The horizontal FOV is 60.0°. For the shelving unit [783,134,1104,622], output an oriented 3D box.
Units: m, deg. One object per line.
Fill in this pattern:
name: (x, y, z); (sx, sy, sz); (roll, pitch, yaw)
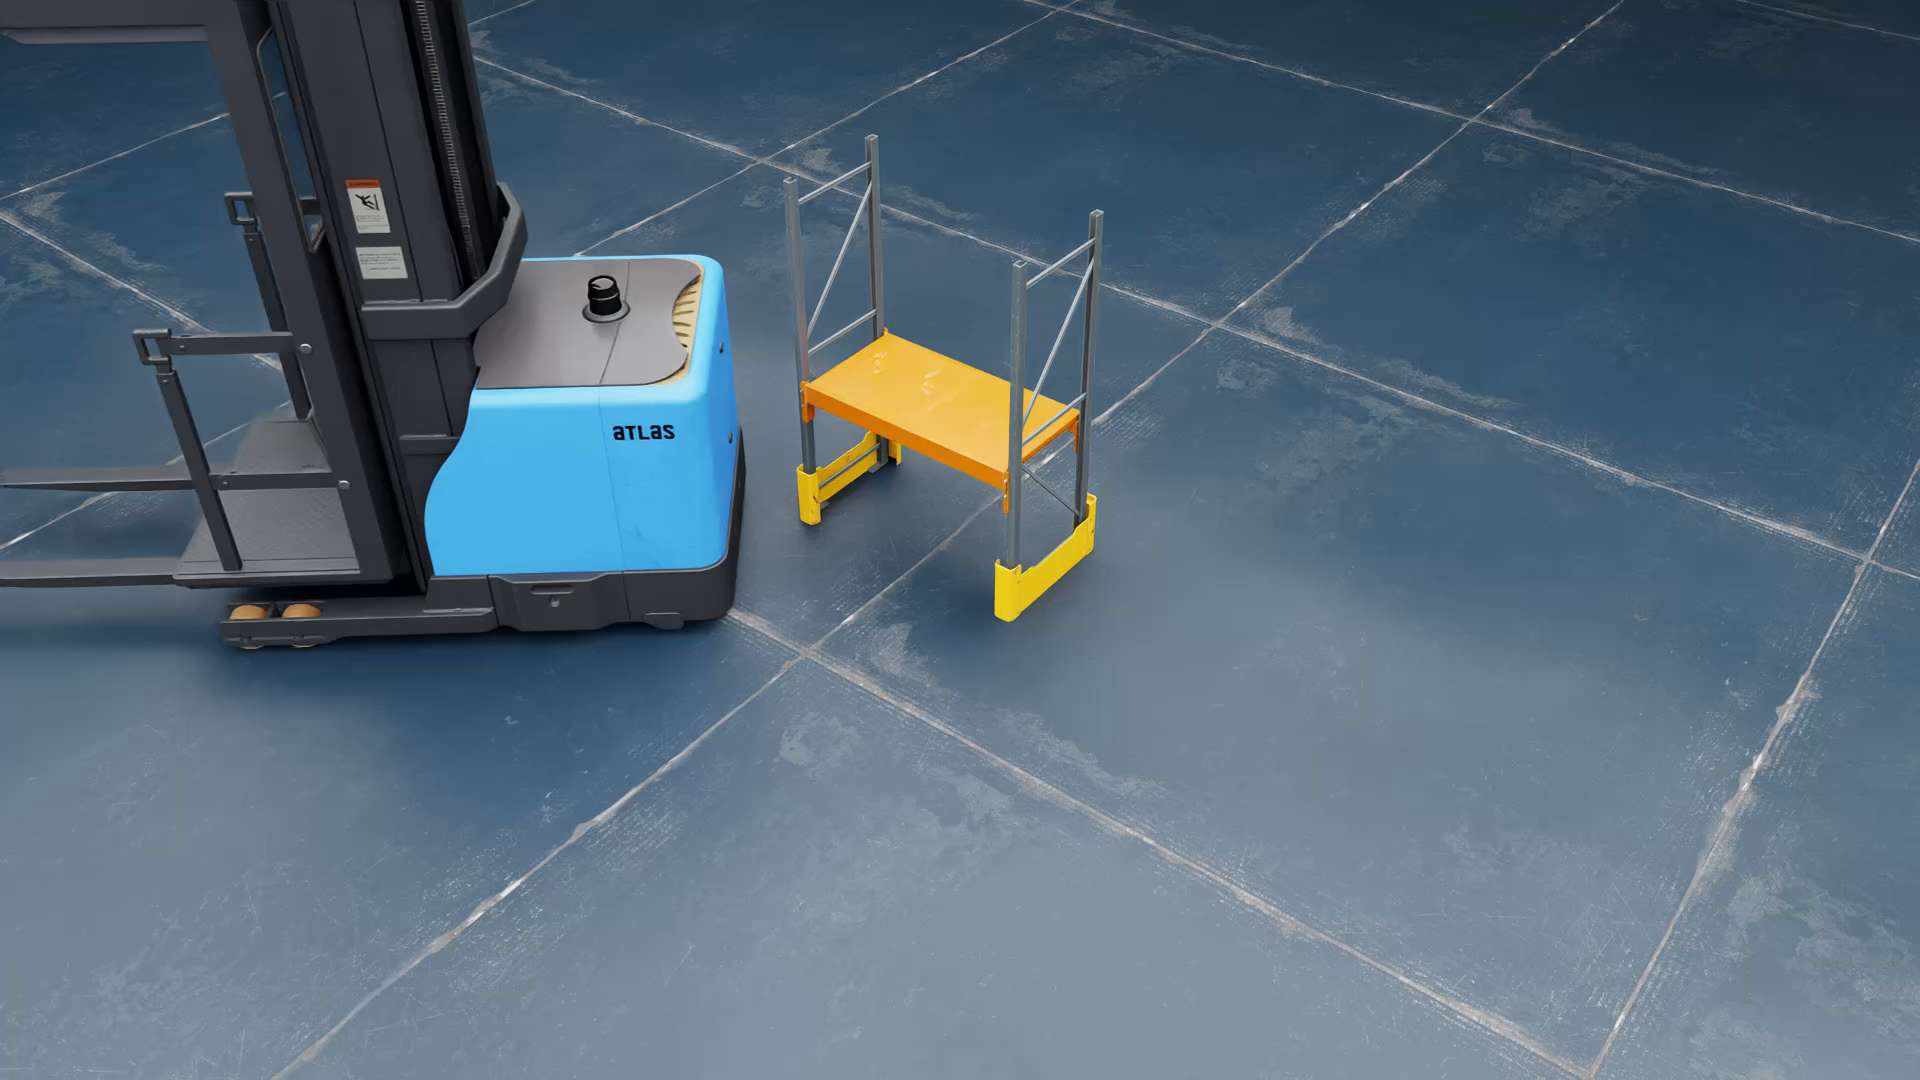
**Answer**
shelving unit: (-0.061, -0.619, 6.324); (1.083, 1.500, 0.587); (25, 45, 29)

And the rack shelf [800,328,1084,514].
rack shelf: (-0.068, -0.481, 6.439); (1.000, 0.185, 0.538); (25, 45, 29)

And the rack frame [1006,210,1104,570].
rack frame: (0.336, -0.432, 6.085); (0.032, 1.500, 0.500); (25, 45, 29)

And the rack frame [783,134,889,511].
rack frame: (-0.472, -0.813, 6.572); (0.032, 1.500, 0.500); (25, 45, 29)

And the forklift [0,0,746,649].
forklift: (-2.394, -1.080, 5.752); (3.031, 2.935, 1.130); (-2, 38, -2)

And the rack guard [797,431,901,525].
rack guard: (-0.456, -0.313, 6.948); (0.087, 0.250, 0.587); (25, 45, 29)

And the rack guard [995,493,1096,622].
rack guard: (0.335, 0.060, 6.471); (0.087, 0.250, 0.587); (25, 45, 29)
